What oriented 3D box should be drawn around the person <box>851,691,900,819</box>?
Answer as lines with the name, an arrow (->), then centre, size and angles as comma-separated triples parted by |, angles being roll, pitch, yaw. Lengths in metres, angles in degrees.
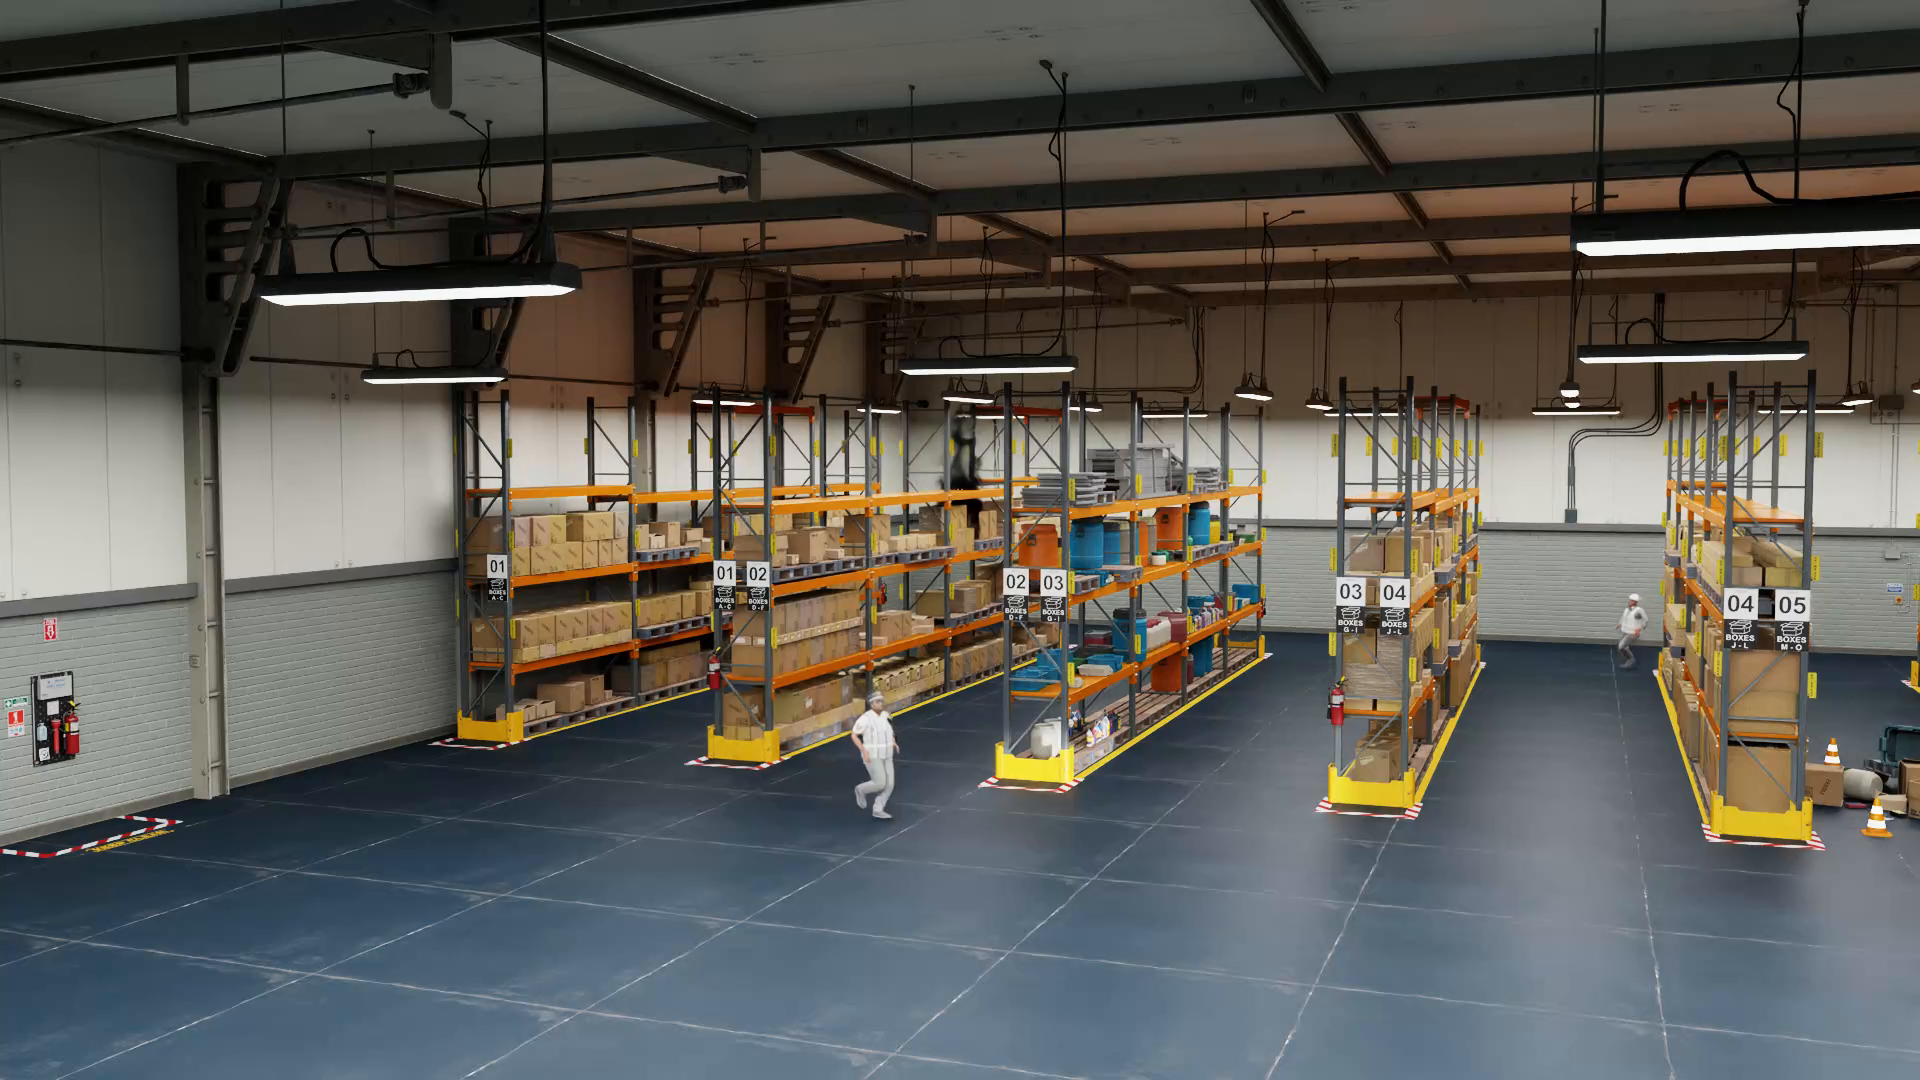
person -> -1.103, 2.900, 22.514 | 0.679, 1.731, 0.547 | -3, 4, -45

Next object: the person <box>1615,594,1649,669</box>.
person -> 15.115, 2.069, 37.536 | 0.576, 1.715, 0.718 | -1, 3, -14
